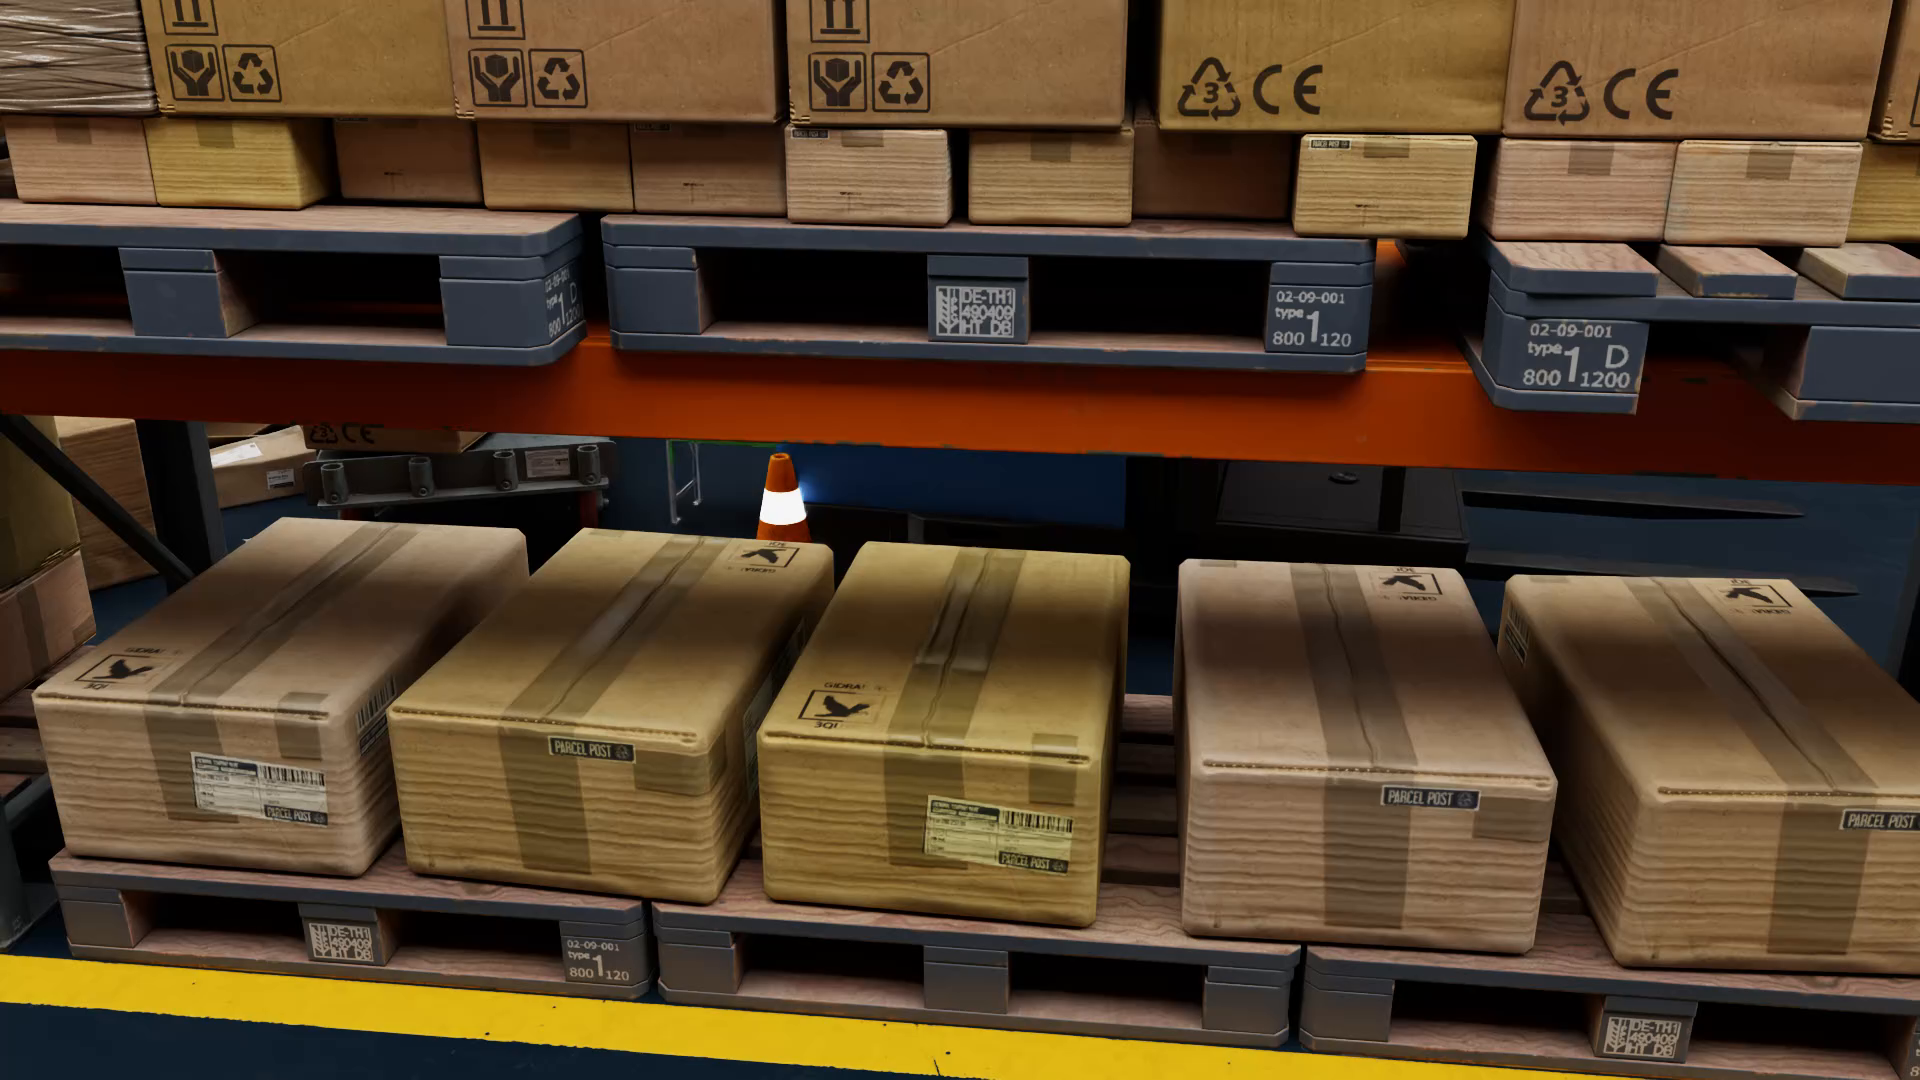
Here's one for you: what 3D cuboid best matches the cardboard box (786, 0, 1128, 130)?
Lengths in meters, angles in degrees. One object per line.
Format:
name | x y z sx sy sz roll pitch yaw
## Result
cardboard box | 0.012 -0.939 2.622 0.500 0.500 0.500 2 22 4

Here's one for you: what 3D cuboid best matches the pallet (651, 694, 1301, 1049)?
pallet | 0.071 0.632 3.553 1.213 0.211 1.003 2 22 6

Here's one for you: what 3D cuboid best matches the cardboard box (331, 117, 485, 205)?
cardboard box | -0.869 -0.690 2.877 0.250 0.149 0.380 4 22 10

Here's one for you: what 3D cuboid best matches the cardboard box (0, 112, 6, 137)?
cardboard box | -2.322 -1.055 3.488 0.500 0.500 0.500 2 22 6

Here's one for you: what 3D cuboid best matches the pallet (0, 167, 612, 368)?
pallet | -1.176 -0.574 3.073 1.213 0.211 1.003 2 22 6

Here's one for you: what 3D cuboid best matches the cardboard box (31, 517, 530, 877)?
cardboard box | -1.396 0.299 3.607 0.625 0.372 0.950 3 22 7

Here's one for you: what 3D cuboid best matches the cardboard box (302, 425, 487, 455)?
cardboard box | -1.738 -0.590 5.223 0.500 0.500 0.500 2 22 6

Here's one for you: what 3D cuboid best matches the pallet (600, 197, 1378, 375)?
pallet | 0.084 -0.558 3.032 1.213 0.211 1.003 2 22 6

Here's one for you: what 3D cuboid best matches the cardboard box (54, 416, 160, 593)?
cardboard box | -2.822 -0.131 5.089 0.500 0.500 0.500 -19 28 -40

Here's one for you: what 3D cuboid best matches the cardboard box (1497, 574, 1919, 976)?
cardboard box | 1.495 0.422 3.295 0.625 0.372 0.950 1 22 3

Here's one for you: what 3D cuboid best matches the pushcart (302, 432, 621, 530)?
pushcart | -1.699 -0.365 5.849 0.936 0.377 1.648 -5 22 -12

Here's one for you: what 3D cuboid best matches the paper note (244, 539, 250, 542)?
paper note | -2.243 -0.015 5.435 0.142 0.019 0.148 2 22 6

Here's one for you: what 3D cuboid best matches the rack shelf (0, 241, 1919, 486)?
rack shelf | 0.069 -0.328 3.169 4.000 0.370 1.077 2 22 6

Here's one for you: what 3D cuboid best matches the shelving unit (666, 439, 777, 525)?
shelving unit | -0.696 -0.632 5.407 0.503 1.200 0.258 5 22 12

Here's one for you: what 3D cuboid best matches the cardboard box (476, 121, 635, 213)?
cardboard box | -0.618 -0.664 2.810 0.250 0.149 0.380 3 22 7

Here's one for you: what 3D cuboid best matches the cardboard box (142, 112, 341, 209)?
cardboard box | -1.159 -0.675 2.837 0.250 0.149 0.380 3 22 7

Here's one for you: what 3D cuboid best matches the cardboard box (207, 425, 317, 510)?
cardboard box | -2.474 -0.297 5.830 0.396 0.266 0.258 -14 25 -31

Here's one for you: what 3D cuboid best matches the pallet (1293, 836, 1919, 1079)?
pallet | 1.279 0.686 3.418 1.213 0.211 1.003 2 22 6

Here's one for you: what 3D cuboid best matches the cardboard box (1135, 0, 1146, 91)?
cardboard box | 0.589 -1.101 3.033 0.500 0.500 0.500 3 22 7

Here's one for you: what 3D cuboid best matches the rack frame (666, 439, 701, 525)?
rack frame | -0.934 -0.652 5.457 0.015 1.200 0.240 5 22 12

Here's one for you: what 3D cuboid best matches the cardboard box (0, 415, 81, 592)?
cardboard box | -2.472 -0.139 3.860 0.500 0.500 0.500 4 22 9

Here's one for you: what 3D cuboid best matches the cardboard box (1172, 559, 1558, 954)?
cardboard box | 0.761 0.393 3.368 0.625 0.372 0.950 2 22 5

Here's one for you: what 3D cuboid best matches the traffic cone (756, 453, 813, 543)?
traffic cone | -0.521 -0.027 4.879 0.334 0.463 0.336 2 22 6

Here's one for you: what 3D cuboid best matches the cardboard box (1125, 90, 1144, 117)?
cardboard box | 0.406 -0.789 3.127 0.250 0.149 0.380 3 22 8

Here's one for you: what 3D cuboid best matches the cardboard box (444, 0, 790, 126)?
cardboard box | -0.499 -0.957 2.668 0.500 0.500 0.500 2 22 6

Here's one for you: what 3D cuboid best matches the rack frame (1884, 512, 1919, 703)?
rack frame | 2.055 -0.576 2.818 0.127 3.000 1.000 2 22 6

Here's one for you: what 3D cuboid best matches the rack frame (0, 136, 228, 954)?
rack frame | -1.918 -0.750 3.256 0.127 3.000 1.000 2 22 6

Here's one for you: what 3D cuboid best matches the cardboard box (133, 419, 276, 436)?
cardboard box | -2.918 -0.636 6.179 0.503 0.637 0.797 2 22 6

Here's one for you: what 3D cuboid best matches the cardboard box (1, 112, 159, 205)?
cardboard box | -1.406 -0.689 2.873 0.250 0.149 0.380 3 22 7

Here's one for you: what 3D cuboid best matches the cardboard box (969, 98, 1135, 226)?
cardboard box | 0.153 -0.621 2.702 0.250 0.149 0.380 2 22 5

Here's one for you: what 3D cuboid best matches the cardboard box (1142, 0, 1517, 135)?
cardboard box | 0.554 -0.915 2.561 0.500 0.500 0.500 1 22 3

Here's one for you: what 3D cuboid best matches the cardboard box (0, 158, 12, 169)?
cardboard box | -2.193 -0.763 3.633 0.250 0.149 0.380 2 22 6

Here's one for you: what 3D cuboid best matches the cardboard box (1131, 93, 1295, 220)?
cardboard box | 0.412 -0.640 2.750 0.250 0.149 0.380 3 22 7

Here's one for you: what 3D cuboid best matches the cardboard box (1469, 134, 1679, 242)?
cardboard box | 0.922 -0.577 2.589 0.250 0.149 0.380 1 22 4

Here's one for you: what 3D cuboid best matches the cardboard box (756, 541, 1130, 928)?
cardboard box | 0.009 0.358 3.457 0.625 0.372 0.950 3 22 8

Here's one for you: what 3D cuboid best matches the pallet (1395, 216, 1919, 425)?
pallet | 1.334 -0.479 2.833 1.003 0.211 1.213 2 22 6

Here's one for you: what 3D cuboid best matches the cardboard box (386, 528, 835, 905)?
cardboard box | -0.682 0.329 3.531 0.625 0.372 0.950 4 22 10

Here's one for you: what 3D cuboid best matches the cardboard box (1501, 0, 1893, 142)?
cardboard box | 1.056 -0.893 2.507 0.500 0.500 0.500 2 22 5

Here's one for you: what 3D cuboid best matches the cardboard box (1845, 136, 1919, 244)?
cardboard box | 1.427 -0.568 2.568 0.250 0.149 0.380 3 22 7

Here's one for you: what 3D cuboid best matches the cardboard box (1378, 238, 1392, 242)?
cardboard box | 1.943 -1.596 7.887 0.750 0.750 1.050 2 22 6

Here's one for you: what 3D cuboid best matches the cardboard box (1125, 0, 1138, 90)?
cardboard box | 0.093 -1.126 3.095 0.500 0.500 0.500 2 22 4

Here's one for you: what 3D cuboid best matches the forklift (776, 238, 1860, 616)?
forklift | 1.017 -1.254 4.625 3.031 2.935 1.130 5 22 12

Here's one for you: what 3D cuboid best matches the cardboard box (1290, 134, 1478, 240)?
cardboard box | 0.647 -0.584 2.606 0.250 0.149 0.380 3 22 7

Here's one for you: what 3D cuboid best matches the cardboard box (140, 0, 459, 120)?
cardboard box | -0.988 -0.983 2.735 0.500 0.500 0.500 3 22 6

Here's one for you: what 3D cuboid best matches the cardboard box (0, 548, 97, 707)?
cardboard box | -2.472 0.210 3.998 0.500 0.250 0.500 2 22 4

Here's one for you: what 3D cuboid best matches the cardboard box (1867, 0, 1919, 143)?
cardboard box | 1.570 -0.875 2.461 0.500 0.500 0.500 2 22 5

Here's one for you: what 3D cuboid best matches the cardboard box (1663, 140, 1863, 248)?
cardboard box | 1.171 -0.563 2.554 0.250 0.149 0.380 2 22 6

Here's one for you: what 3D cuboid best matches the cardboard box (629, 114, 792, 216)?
cardboard box | -0.373 -0.653 2.781 0.250 0.149 0.380 3 22 7

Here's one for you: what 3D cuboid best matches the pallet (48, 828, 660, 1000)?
pallet | -1.144 0.580 3.685 1.213 0.211 1.003 2 22 6

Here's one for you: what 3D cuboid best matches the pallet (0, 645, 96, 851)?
pallet | -2.589 0.531 3.809 1.213 0.211 1.003 2 22 6

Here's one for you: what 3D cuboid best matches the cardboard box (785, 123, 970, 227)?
cardboard box | -0.115 -0.622 2.704 0.250 0.149 0.380 3 22 8

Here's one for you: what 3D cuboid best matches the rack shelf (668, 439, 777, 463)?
rack shelf | -0.696 -0.350 5.519 0.480 0.148 0.258 5 22 12

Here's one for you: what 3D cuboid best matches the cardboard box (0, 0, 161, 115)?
cardboard box | -1.486 -1.005 2.789 0.500 0.500 0.500 3 22 8
